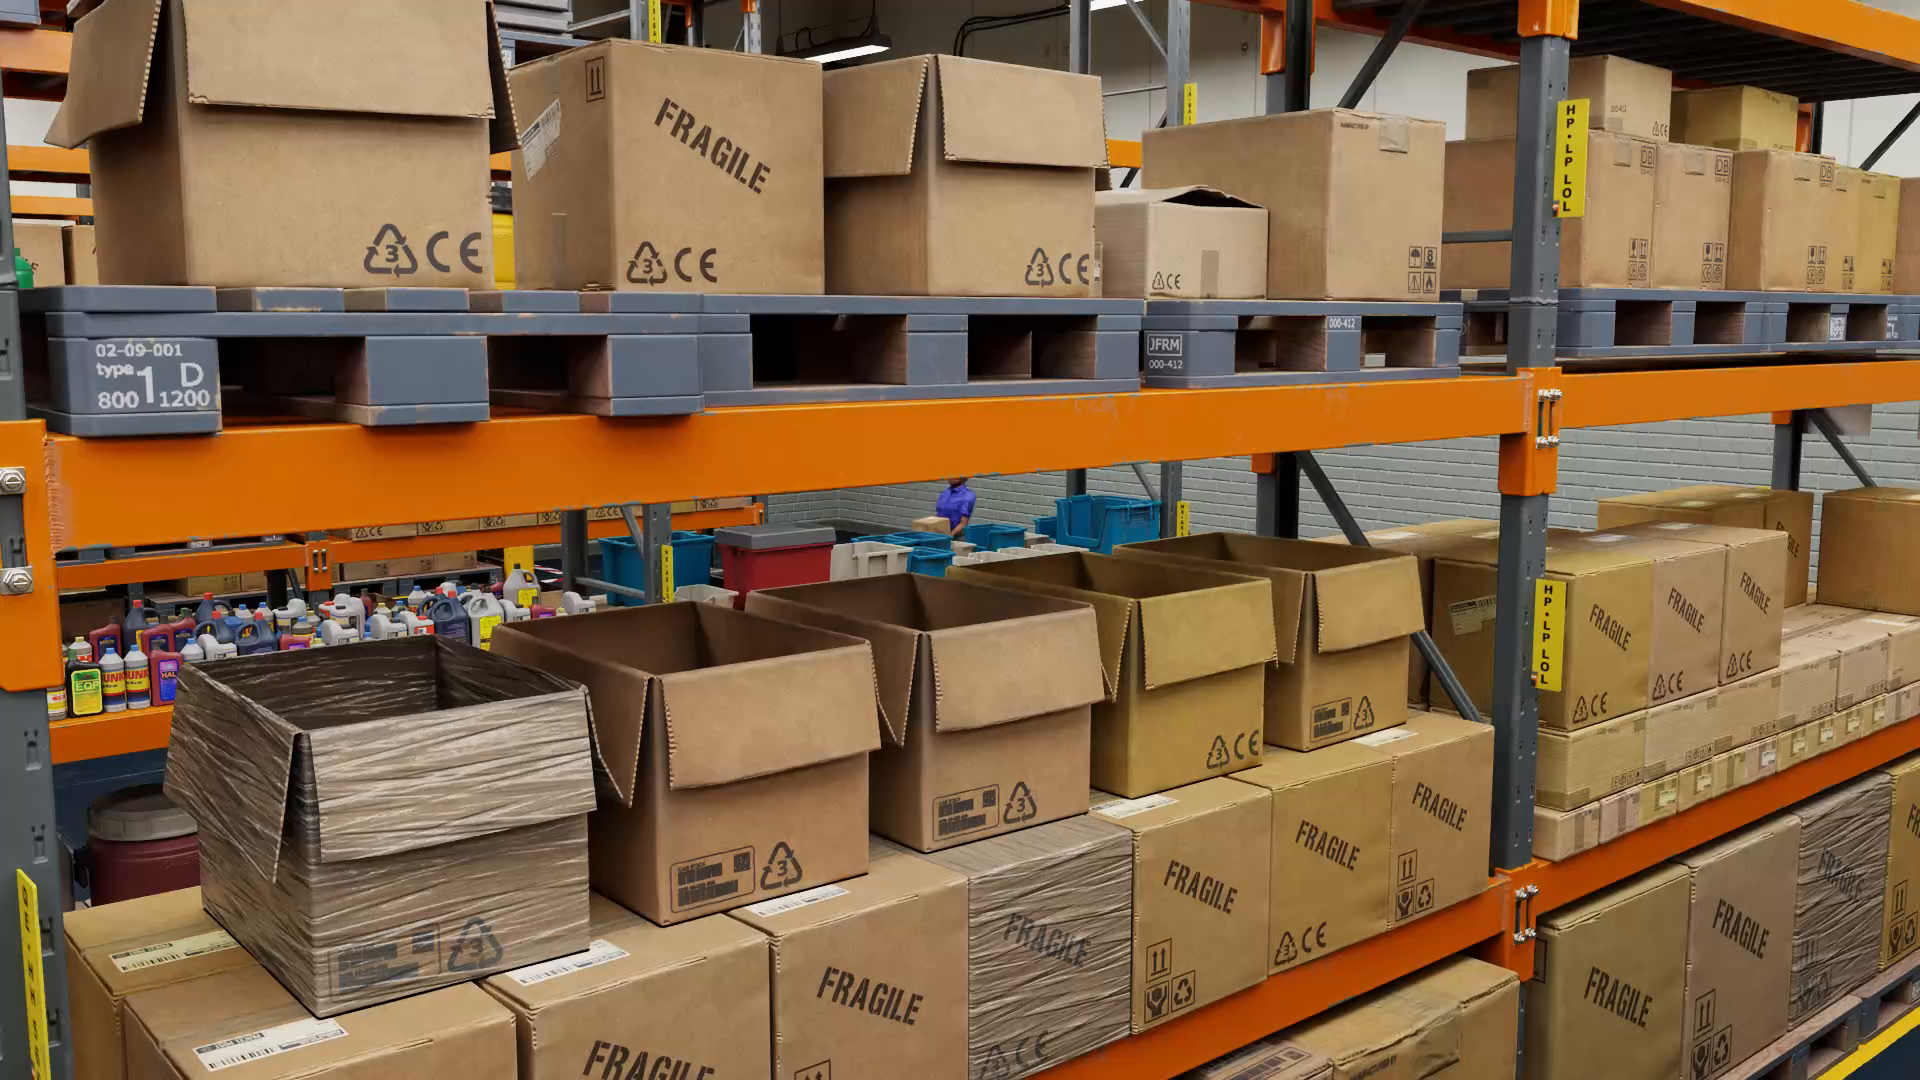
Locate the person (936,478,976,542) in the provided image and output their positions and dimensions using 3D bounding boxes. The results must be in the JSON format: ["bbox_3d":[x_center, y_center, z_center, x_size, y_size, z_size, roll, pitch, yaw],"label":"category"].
[{"bbox_3d":[-0.122,0.089,15.677,0.512,1.650,0.451,-6,10,-40],"label":"person"}]
